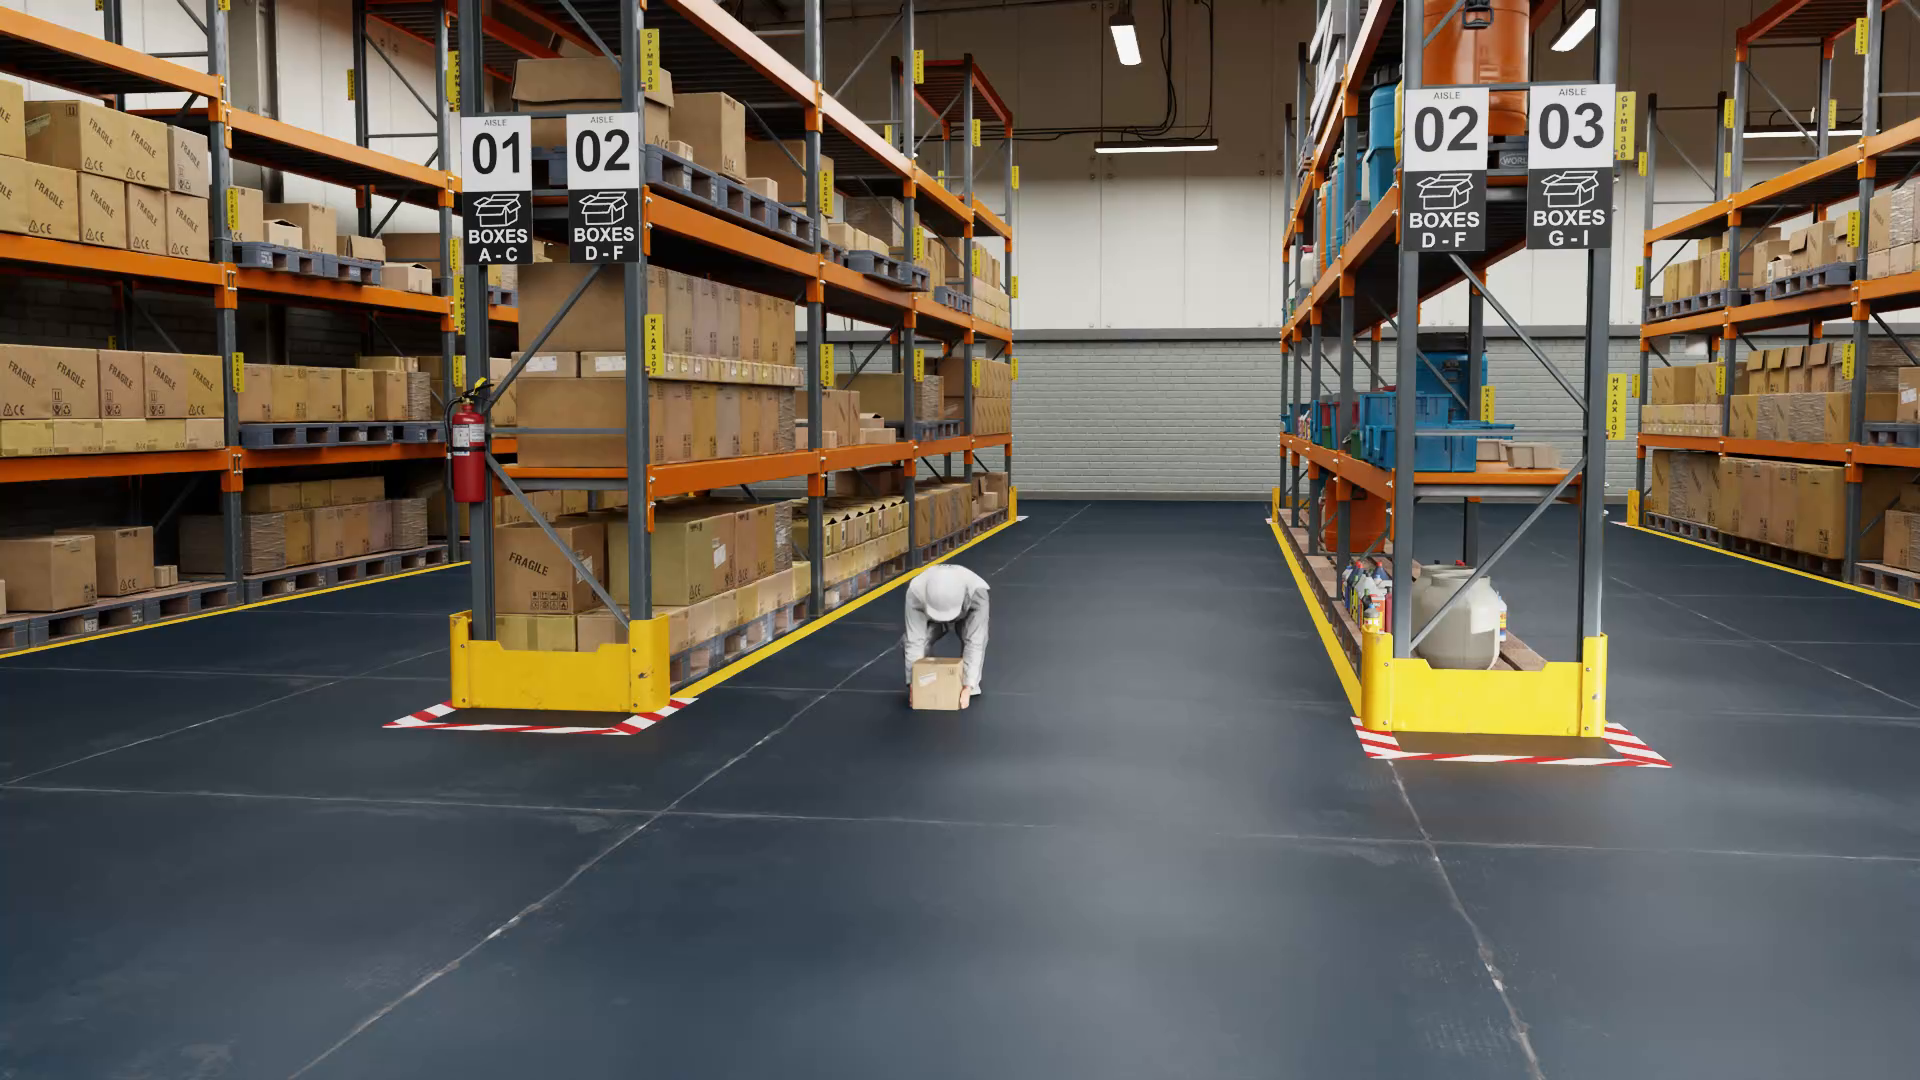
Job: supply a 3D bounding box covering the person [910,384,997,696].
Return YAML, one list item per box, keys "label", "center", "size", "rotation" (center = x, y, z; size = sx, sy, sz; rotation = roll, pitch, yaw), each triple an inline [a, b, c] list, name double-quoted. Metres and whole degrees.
- label: "person"
  center: [-0.047, 0.001, 9.482]
  size: [0.495, 1.772, 0.558]
  rotation: [1, 4, 8]
